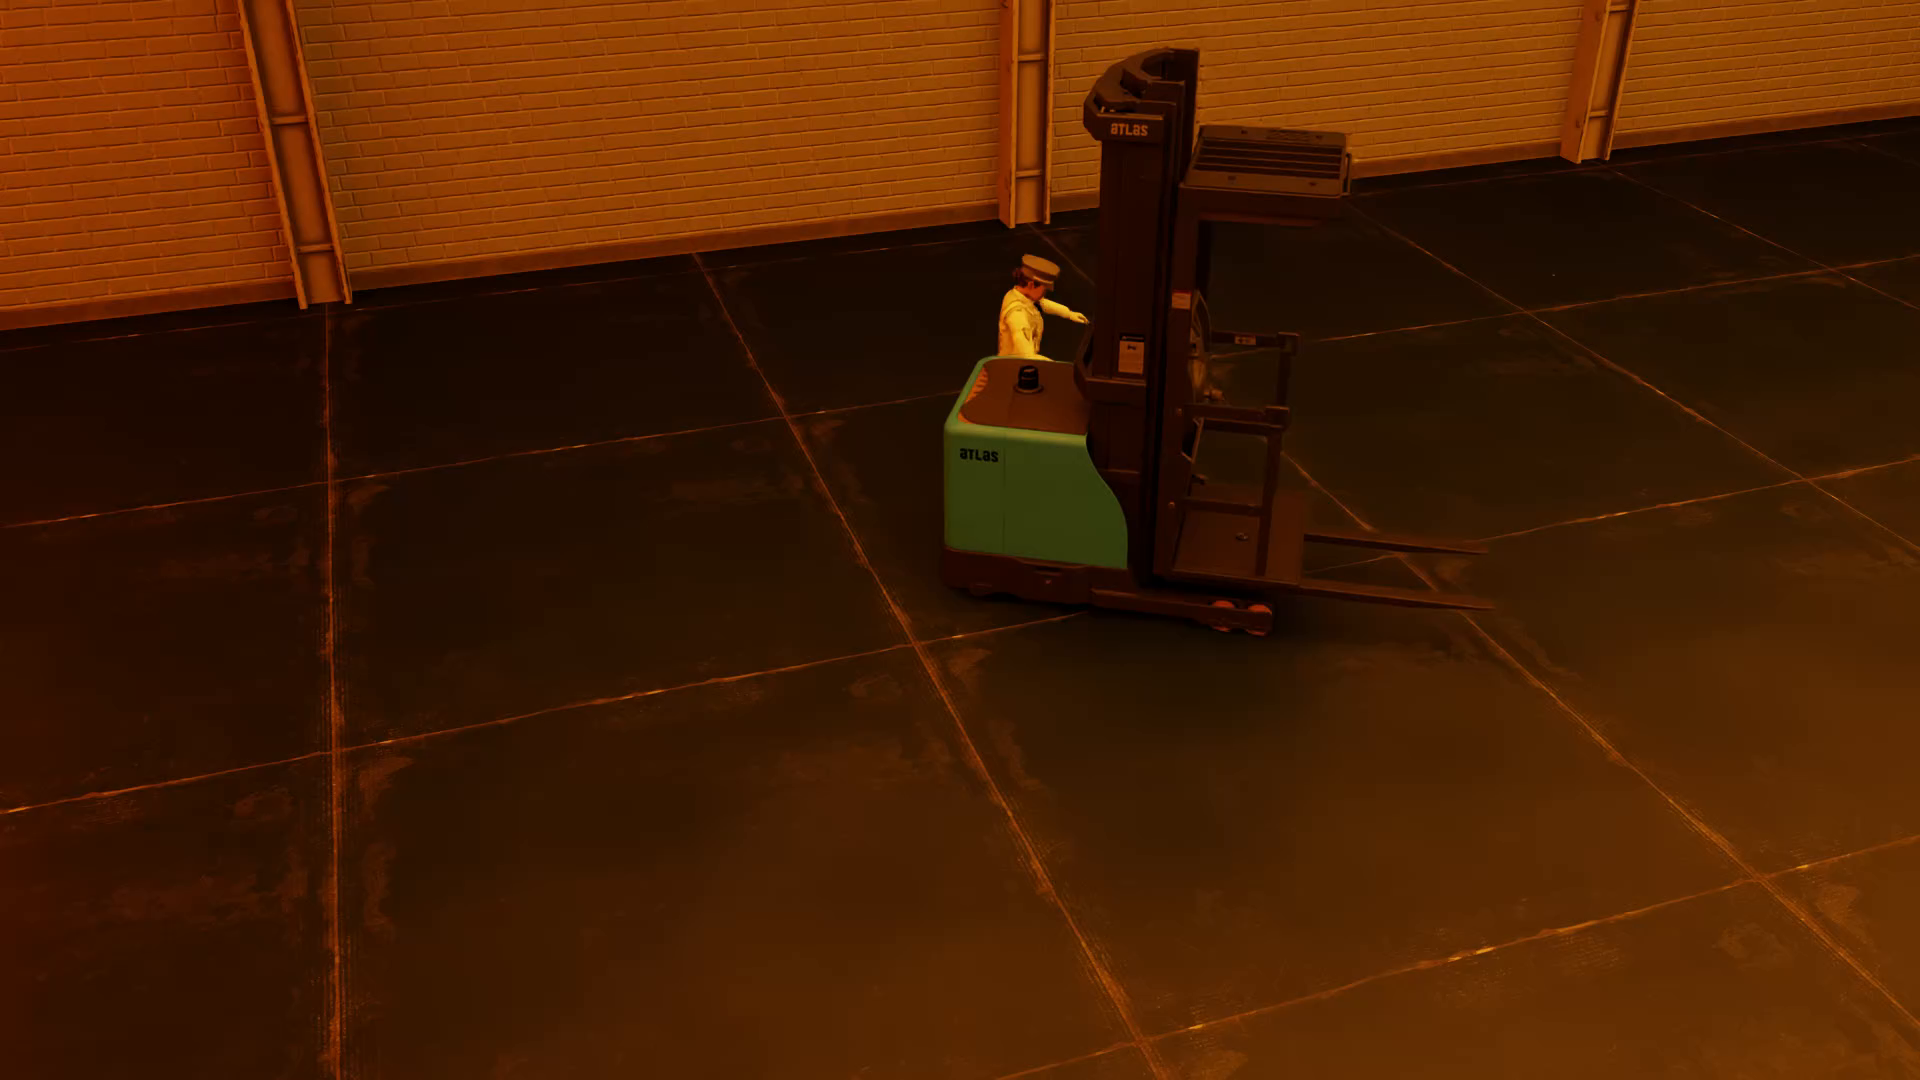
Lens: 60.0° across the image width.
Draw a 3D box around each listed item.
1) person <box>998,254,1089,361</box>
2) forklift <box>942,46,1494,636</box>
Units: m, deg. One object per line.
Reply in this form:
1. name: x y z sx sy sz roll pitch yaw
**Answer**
1. person: 0.517 -1.061 10.397 0.917 1.503 1.160 1 30 2
2. forklift: 1.469 -1.039 8.892 3.031 2.935 1.130 6 31 11
